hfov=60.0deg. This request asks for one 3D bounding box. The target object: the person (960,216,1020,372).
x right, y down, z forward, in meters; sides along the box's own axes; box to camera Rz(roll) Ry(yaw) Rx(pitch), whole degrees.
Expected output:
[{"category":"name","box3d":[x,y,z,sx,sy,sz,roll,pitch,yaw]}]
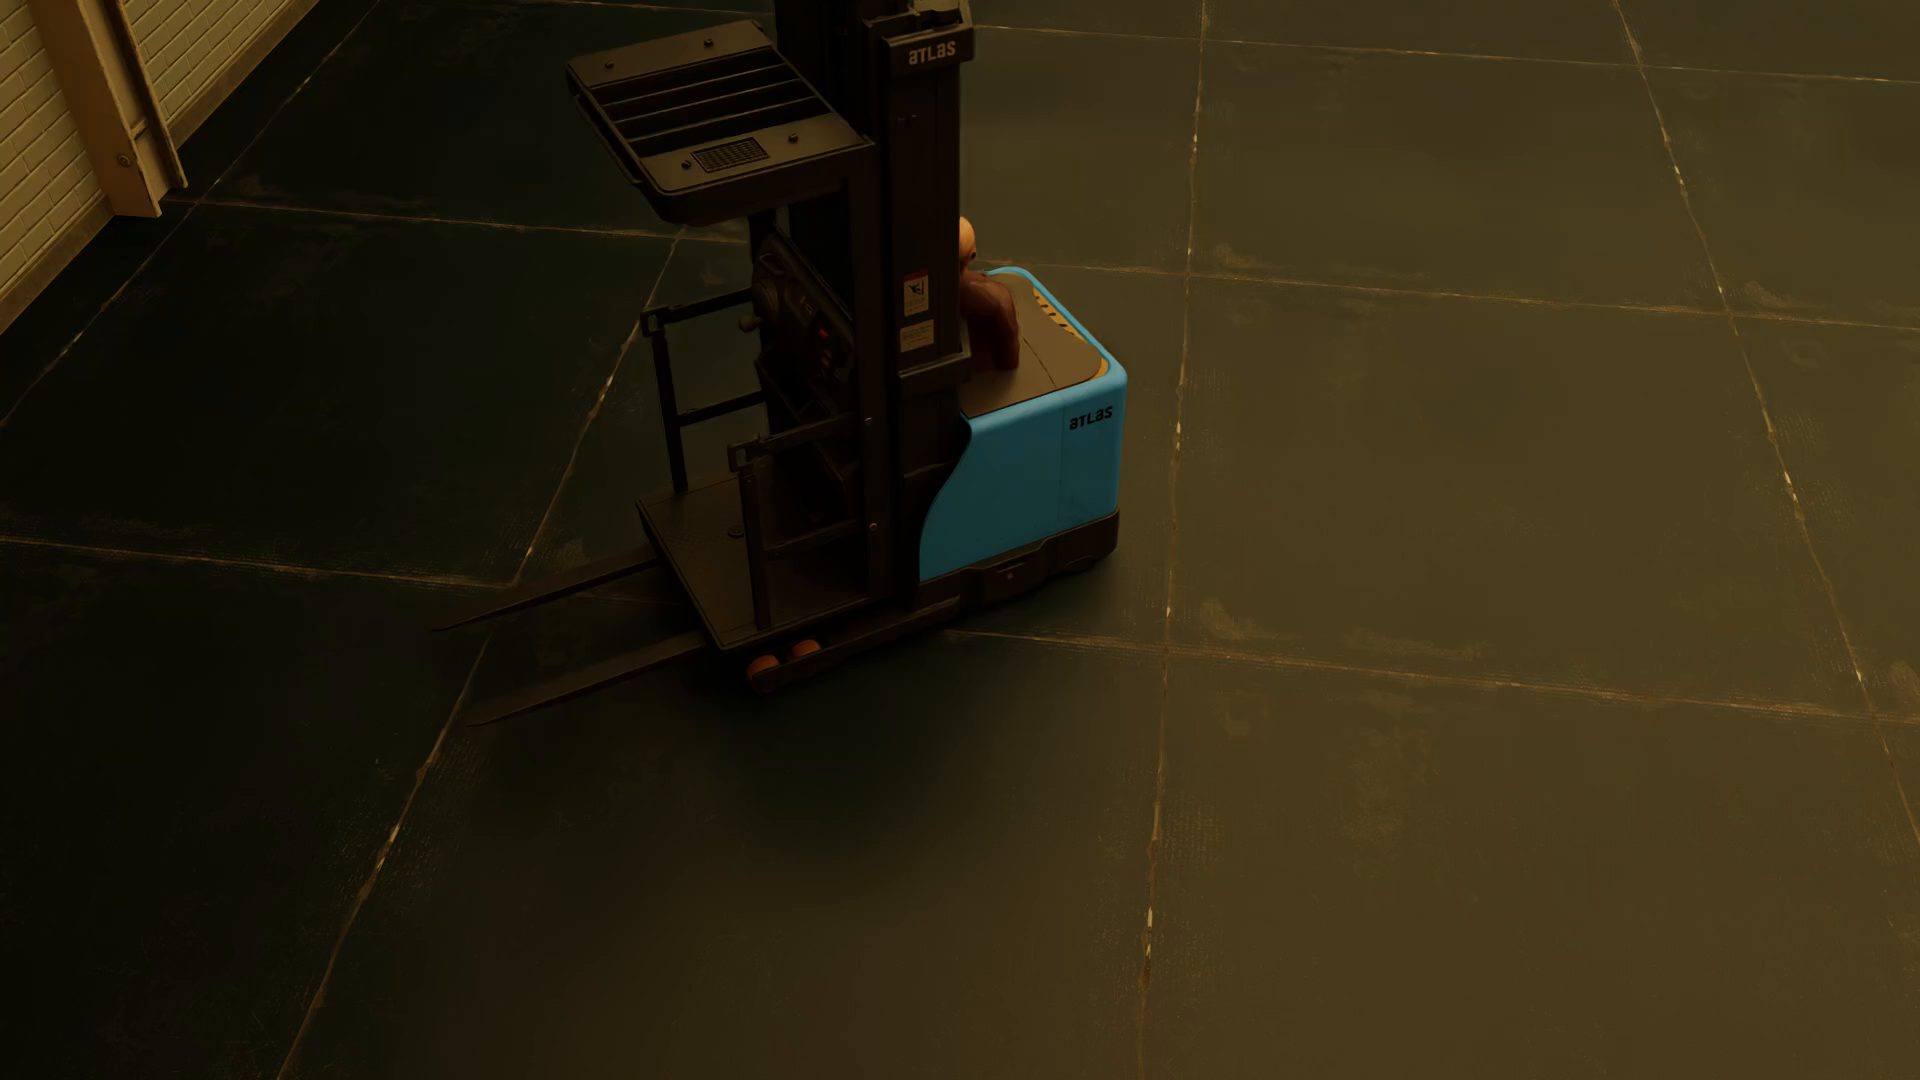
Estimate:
[{"category":"person","box3d":[-0.013,-0.678,7.252,0.551,1.704,0.326,5,43,6]}]

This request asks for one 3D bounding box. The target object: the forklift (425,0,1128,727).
[{"category":"forklift","box3d":[-0.813,-0.831,6.629,3.031,2.935,1.130,-19,46,-20]}]
